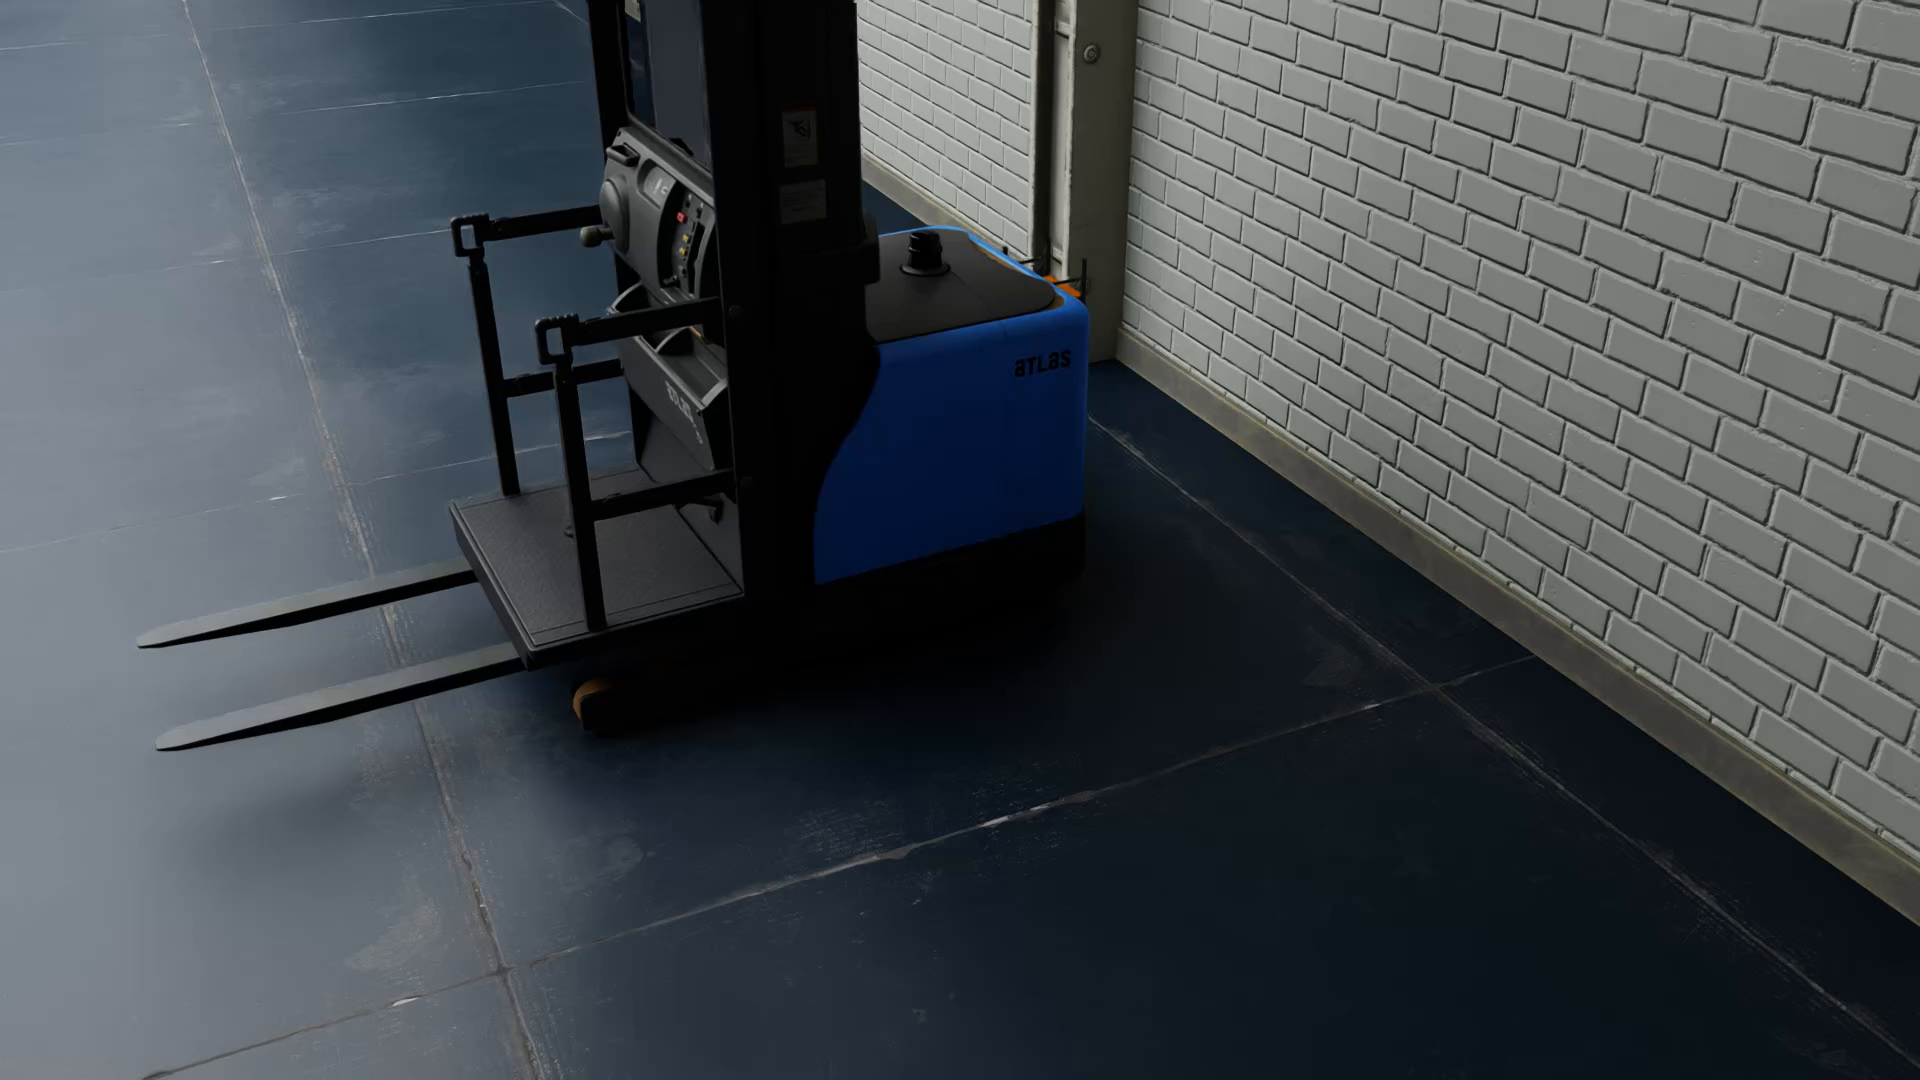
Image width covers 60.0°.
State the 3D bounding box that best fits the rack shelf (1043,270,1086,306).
[{"bbox_3d":[0.301,-0.806,6.055,0.215,0.259,0.240,-15,33,-25],"label":"rack shelf"}]

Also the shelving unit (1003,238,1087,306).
[{"bbox_3d":[0.301,-0.567,6.189,0.215,1.050,0.252,-15,33,-25],"label":"shelving unit"}]

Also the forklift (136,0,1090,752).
[{"bbox_3d":[-1.104,-0.977,4.996,3.031,2.935,1.130,-15,32,-24],"label":"forklift"}]

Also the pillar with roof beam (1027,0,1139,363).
[{"bbox_3d":[-3.354,-3.935,4.067,9.100,9.000,0.400,-13,32,-22],"label":"pillar with roof beam"}]

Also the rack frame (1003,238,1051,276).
[{"bbox_3d":[0.243,-0.620,6.282,0.200,1.050,0.008,-15,33,-25],"label":"rack frame"}]

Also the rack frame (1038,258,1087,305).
[{"bbox_3d":[0.360,-0.515,6.095,0.200,1.050,0.008,-15,33,-25],"label":"rack frame"}]
